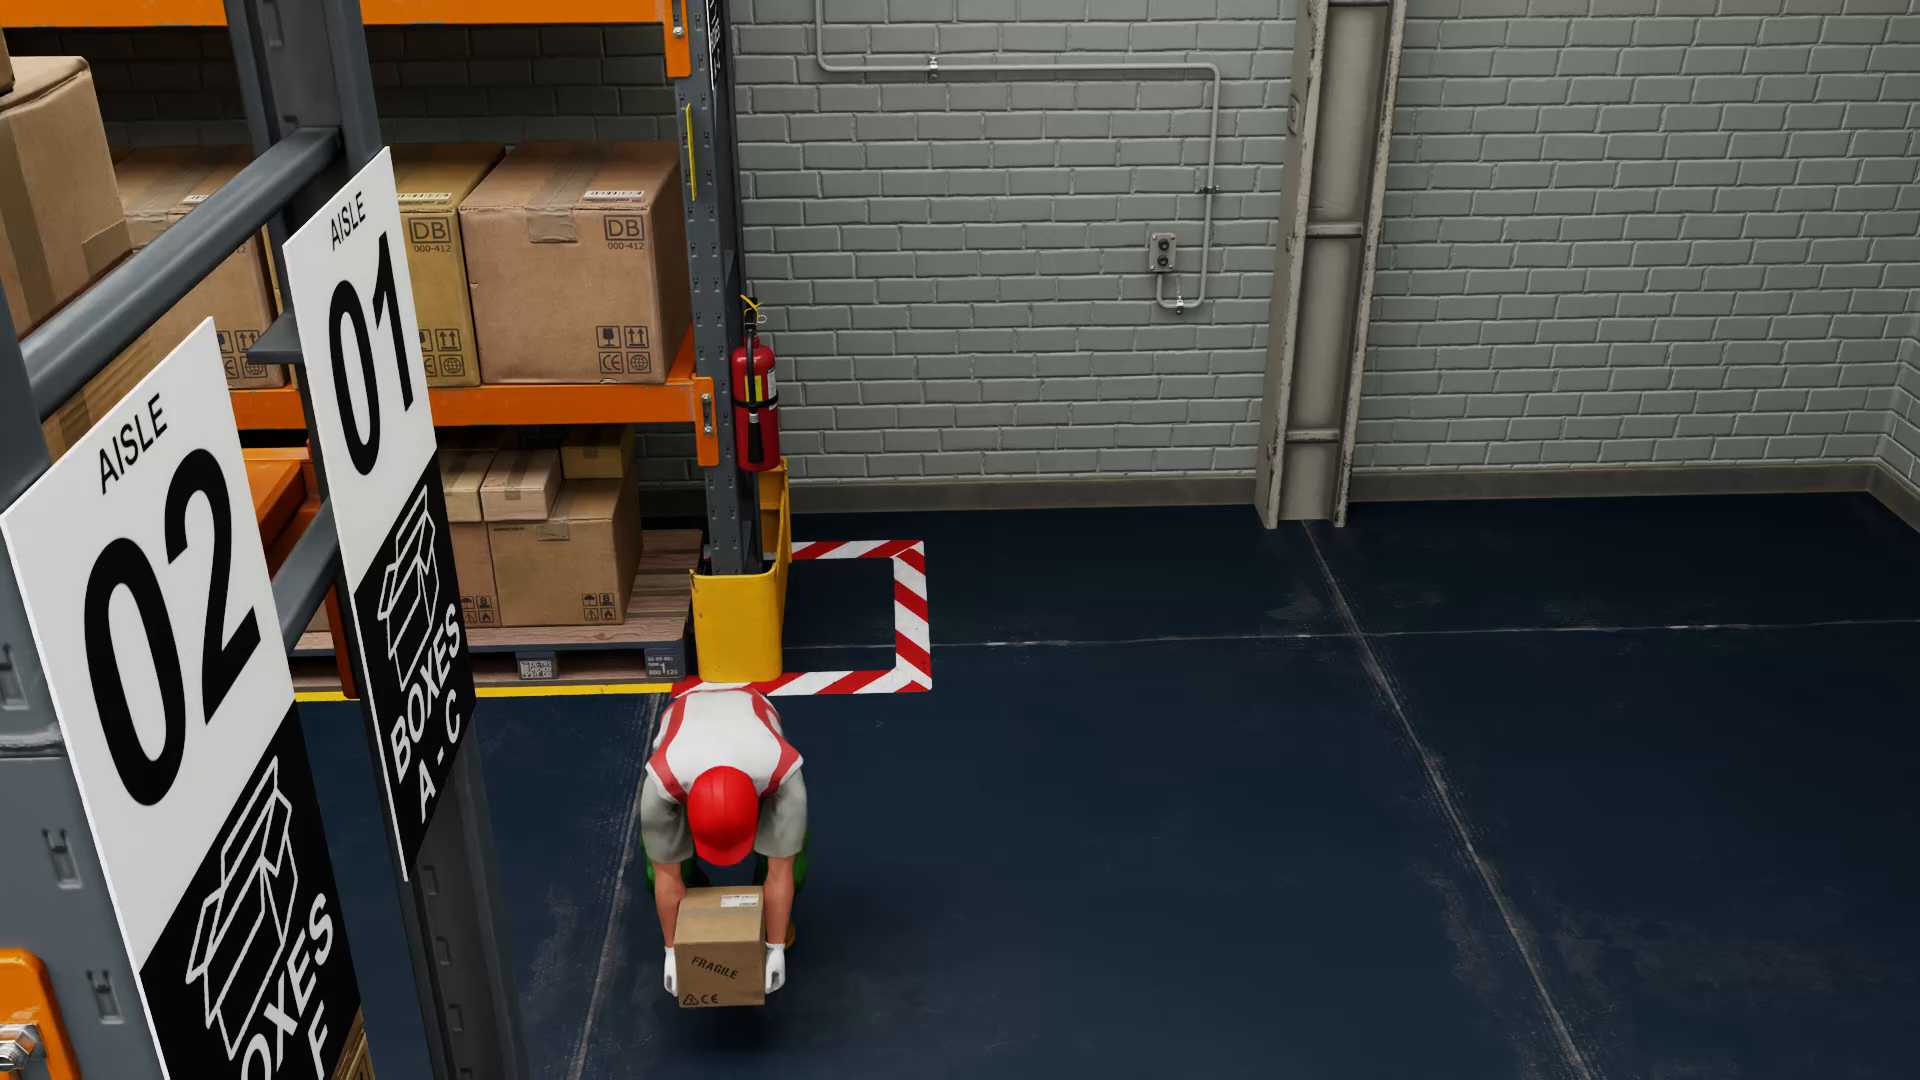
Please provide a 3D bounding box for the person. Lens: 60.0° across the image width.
[{"bbox_3d":[-0.732,0.928,5.170,0.533,0.989,0.933,-2,27,-4],"label":"person"}]
